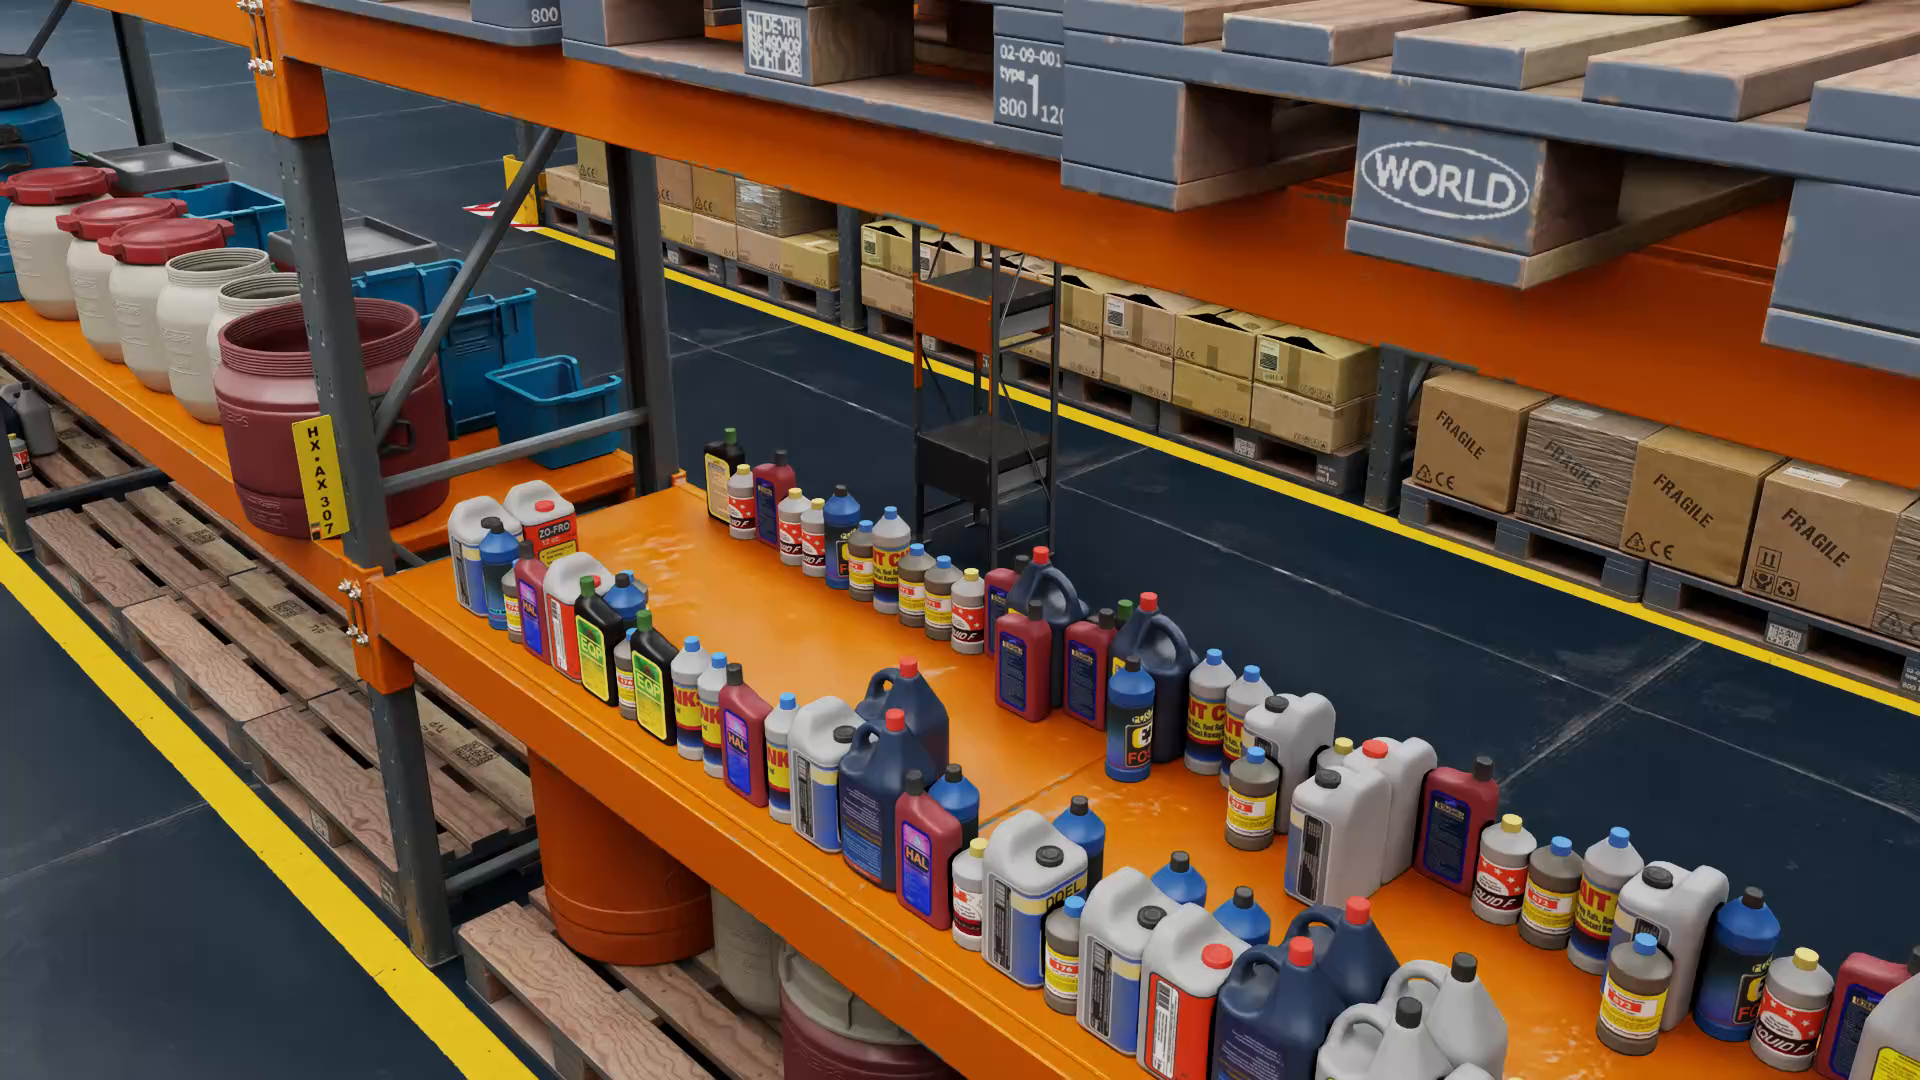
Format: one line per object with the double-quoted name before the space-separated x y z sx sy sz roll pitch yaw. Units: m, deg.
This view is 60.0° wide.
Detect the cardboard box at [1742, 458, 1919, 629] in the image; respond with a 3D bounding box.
"cardboard box" 3.533 -0.023 6.669 0.500 0.500 0.500 22 33 40

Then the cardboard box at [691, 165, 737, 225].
"cardboard box" -1.520 -2.523 11.570 0.500 0.500 0.500 -21 32 -38

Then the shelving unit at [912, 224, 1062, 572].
"shelving unit" 0.113 -0.905 7.204 0.431 2.100 0.503 -21 32 -38

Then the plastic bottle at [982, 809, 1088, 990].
"plastic bottle" 0.134 0.624 2.918 0.152 0.276 0.135 -21 32 -38

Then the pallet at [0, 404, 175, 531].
"pallet" -4.412 -0.401 8.374 1.003 0.211 1.213 -21 32 -38

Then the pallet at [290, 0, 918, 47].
"pallet" -0.798 -1.262 3.515 1.003 0.211 1.213 -21 32 -38

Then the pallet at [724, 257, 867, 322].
"pallet" -0.878 -1.843 11.534 1.003 0.211 1.213 -21 32 -38

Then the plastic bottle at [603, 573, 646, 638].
"plastic bottle" -0.770 0.205 3.842 0.097 0.271 0.097 0 25 0

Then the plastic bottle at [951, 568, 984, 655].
"plastic bottle" 0.027 0.166 4.011 0.097 0.201 0.097 0 25 0

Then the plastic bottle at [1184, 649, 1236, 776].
"plastic bottle" 0.529 0.357 3.509 0.097 0.271 0.097 0 25 0

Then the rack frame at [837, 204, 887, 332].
"rack frame" -0.365 -2.858 10.401 1.000 3.000 0.127 -21 32 -38

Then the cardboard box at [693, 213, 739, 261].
"cardboard box" -1.529 -2.178 11.718 0.500 0.250 0.500 -21 32 -38

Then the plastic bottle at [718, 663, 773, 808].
"plastic bottle" -0.433 0.397 3.407 0.061 0.283 0.133 -21 32 -38

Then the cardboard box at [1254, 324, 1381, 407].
"cardboard box" 1.831 -0.930 8.307 0.500 0.311 0.500 -20 31 -37

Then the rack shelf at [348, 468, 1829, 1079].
"rack shelf" 0.117 0.691 3.488 1.077 0.370 4.000 -21 32 -38

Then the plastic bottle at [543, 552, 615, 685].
"plastic bottle" -0.874 0.177 3.897 0.152 0.276 0.135 -21 32 -38

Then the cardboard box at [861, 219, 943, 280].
"cardboard box" -0.265 -1.858 10.339 0.500 0.311 0.500 -21 32 -38

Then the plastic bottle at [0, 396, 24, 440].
"plastic bottle" -4.634 -0.563 8.031 0.144 0.351 0.185 -22 33 -40

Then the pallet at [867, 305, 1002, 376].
"pallet" 0.167 -1.378 10.515 1.003 0.211 1.213 -21 32 -38

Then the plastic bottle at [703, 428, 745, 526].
"plastic bottle" -0.662 -0.188 4.688 0.061 0.283 0.133 -21 32 -38

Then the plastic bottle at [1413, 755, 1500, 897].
"plastic bottle" 0.938 0.521 3.134 0.061 0.283 0.133 -21 32 -38

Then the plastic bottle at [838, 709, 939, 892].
"plastic bottle" -0.136 0.473 3.160 0.144 0.351 0.185 -21 32 -38

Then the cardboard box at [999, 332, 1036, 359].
"cardboard box" 0.434 -1.294 9.780 0.500 0.250 0.500 -22 33 -40

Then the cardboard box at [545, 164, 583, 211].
"cardboard box" -2.895 -2.785 13.047 0.500 0.250 0.500 -21 32 -38

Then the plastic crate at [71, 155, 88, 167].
"plastic crate" -4.249 -1.621 7.763 0.767 0.338 0.504 -21 32 -38

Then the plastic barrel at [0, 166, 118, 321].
"plastic barrel" -3.490 -1.164 6.524 0.433 0.535 0.433 0 25 0

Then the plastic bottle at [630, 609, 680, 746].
"plastic bottle" -0.658 0.297 3.625 0.061 0.283 0.133 -21 32 -38

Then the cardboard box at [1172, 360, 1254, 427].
"cardboard box" 1.476 -0.832 8.766 0.500 0.250 0.500 -22 32 -39

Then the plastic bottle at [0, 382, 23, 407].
"plastic bottle" -4.675 -0.636 8.282 0.152 0.276 0.135 -21 32 -38

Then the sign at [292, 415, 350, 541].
"sign" -1.647 -0.158 4.287 0.100 0.325 0.005 -21 32 -38

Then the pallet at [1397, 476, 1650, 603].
"pallet" 2.851 -0.141 7.804 1.003 0.211 1.213 -21 32 -38

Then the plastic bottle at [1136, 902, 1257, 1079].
"plastic bottle" 0.384 0.735 2.675 0.152 0.276 0.135 -21 32 -38

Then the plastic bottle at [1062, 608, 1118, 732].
"plastic bottle" 0.292 0.272 3.680 0.061 0.283 0.133 -21 32 -38

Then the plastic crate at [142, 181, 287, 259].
"plastic crate" -3.003 -1.201 6.788 0.392 0.384 0.575 -21 32 -38

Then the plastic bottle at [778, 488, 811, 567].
"plastic bottle" -0.439 -0.040 4.464 0.097 0.201 0.097 0 25 0

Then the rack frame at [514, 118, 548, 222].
"rack frame" -3.099 -4.070 13.058 1.000 3.000 0.127 -21 32 -38

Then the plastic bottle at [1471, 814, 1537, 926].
"plastic bottle" 1.003 0.599 3.063 0.097 0.201 0.097 0 25 0

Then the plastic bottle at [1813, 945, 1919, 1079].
"plastic bottle" 1.454 0.750 2.632 0.061 0.283 0.133 -21 32 -38

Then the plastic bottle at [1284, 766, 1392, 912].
"plastic bottle" 0.702 0.540 3.101 0.152 0.276 0.135 -21 32 -38

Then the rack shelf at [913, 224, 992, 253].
"rack shelf" 0.113 -1.530 6.919 0.431 0.518 0.480 -21 32 -38

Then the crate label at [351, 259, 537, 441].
"crate label" -1.731 -0.636 5.488 0.502 0.435 0.616 -21 32 -38

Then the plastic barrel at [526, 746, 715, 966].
"plastic barrel" -0.903 0.697 4.716 0.600 0.830 0.708 -21 32 -38

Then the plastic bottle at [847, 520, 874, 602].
"plastic bottle" -0.239 0.048 4.270 0.097 0.201 0.097 0 25 0

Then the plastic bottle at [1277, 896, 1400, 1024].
"plastic bottle" 0.596 0.709 2.640 0.144 0.351 0.185 -21 32 -38

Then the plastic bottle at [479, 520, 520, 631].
"plastic bottle" -1.131 0.082 4.112 0.097 0.271 0.097 0 25 0

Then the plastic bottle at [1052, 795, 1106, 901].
"plastic bottle" 0.212 0.585 3.009 0.097 0.271 0.097 0 25 0

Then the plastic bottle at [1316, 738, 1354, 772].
"plastic bottle" 0.754 0.488 3.305 0.097 0.201 0.097 0 25 0

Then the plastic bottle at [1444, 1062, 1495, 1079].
"plastic bottle" 0.729 0.888 2.340 0.152 0.276 0.135 -21 32 -38

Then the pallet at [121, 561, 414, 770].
"pallet" -2.581 0.411 6.595 1.003 0.211 1.213 -21 32 -38

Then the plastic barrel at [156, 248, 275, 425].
"plastic barrel" -2.397 -0.672 5.474 0.421 0.512 0.421 0 25 0

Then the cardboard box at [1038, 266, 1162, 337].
"cardboard box" 0.787 -1.392 9.319 0.500 0.311 0.500 -20 31 -37

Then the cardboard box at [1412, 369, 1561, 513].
"cardboard box" 2.471 -0.490 7.692 0.500 0.500 0.500 -20 31 -36

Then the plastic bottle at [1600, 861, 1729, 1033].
"plastic bottle" 1.196 0.667 2.824 0.152 0.276 0.135 -21 32 -38
